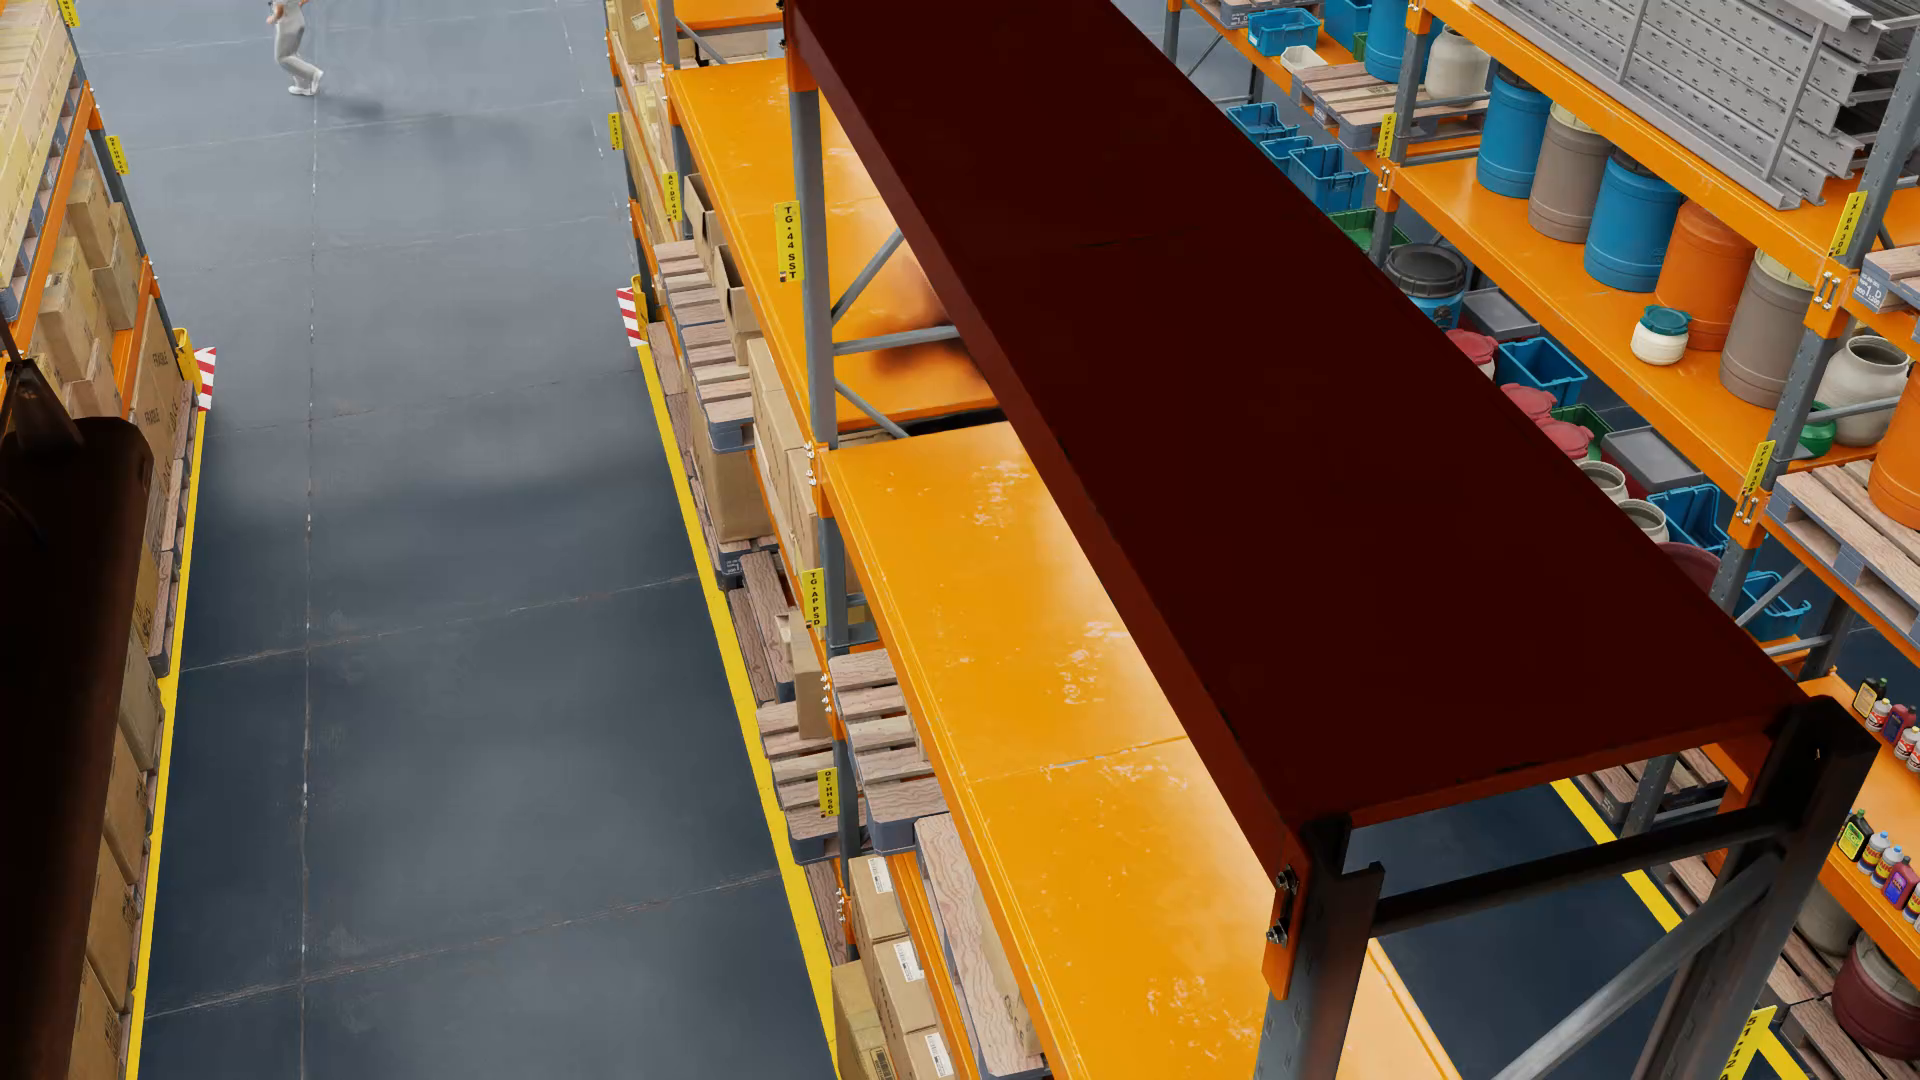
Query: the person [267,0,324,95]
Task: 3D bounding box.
[{"bbox_3d":[-7.552,-5.823,18.865,0.593,1.617,0.562,11,40,14],"label":"person"}]
